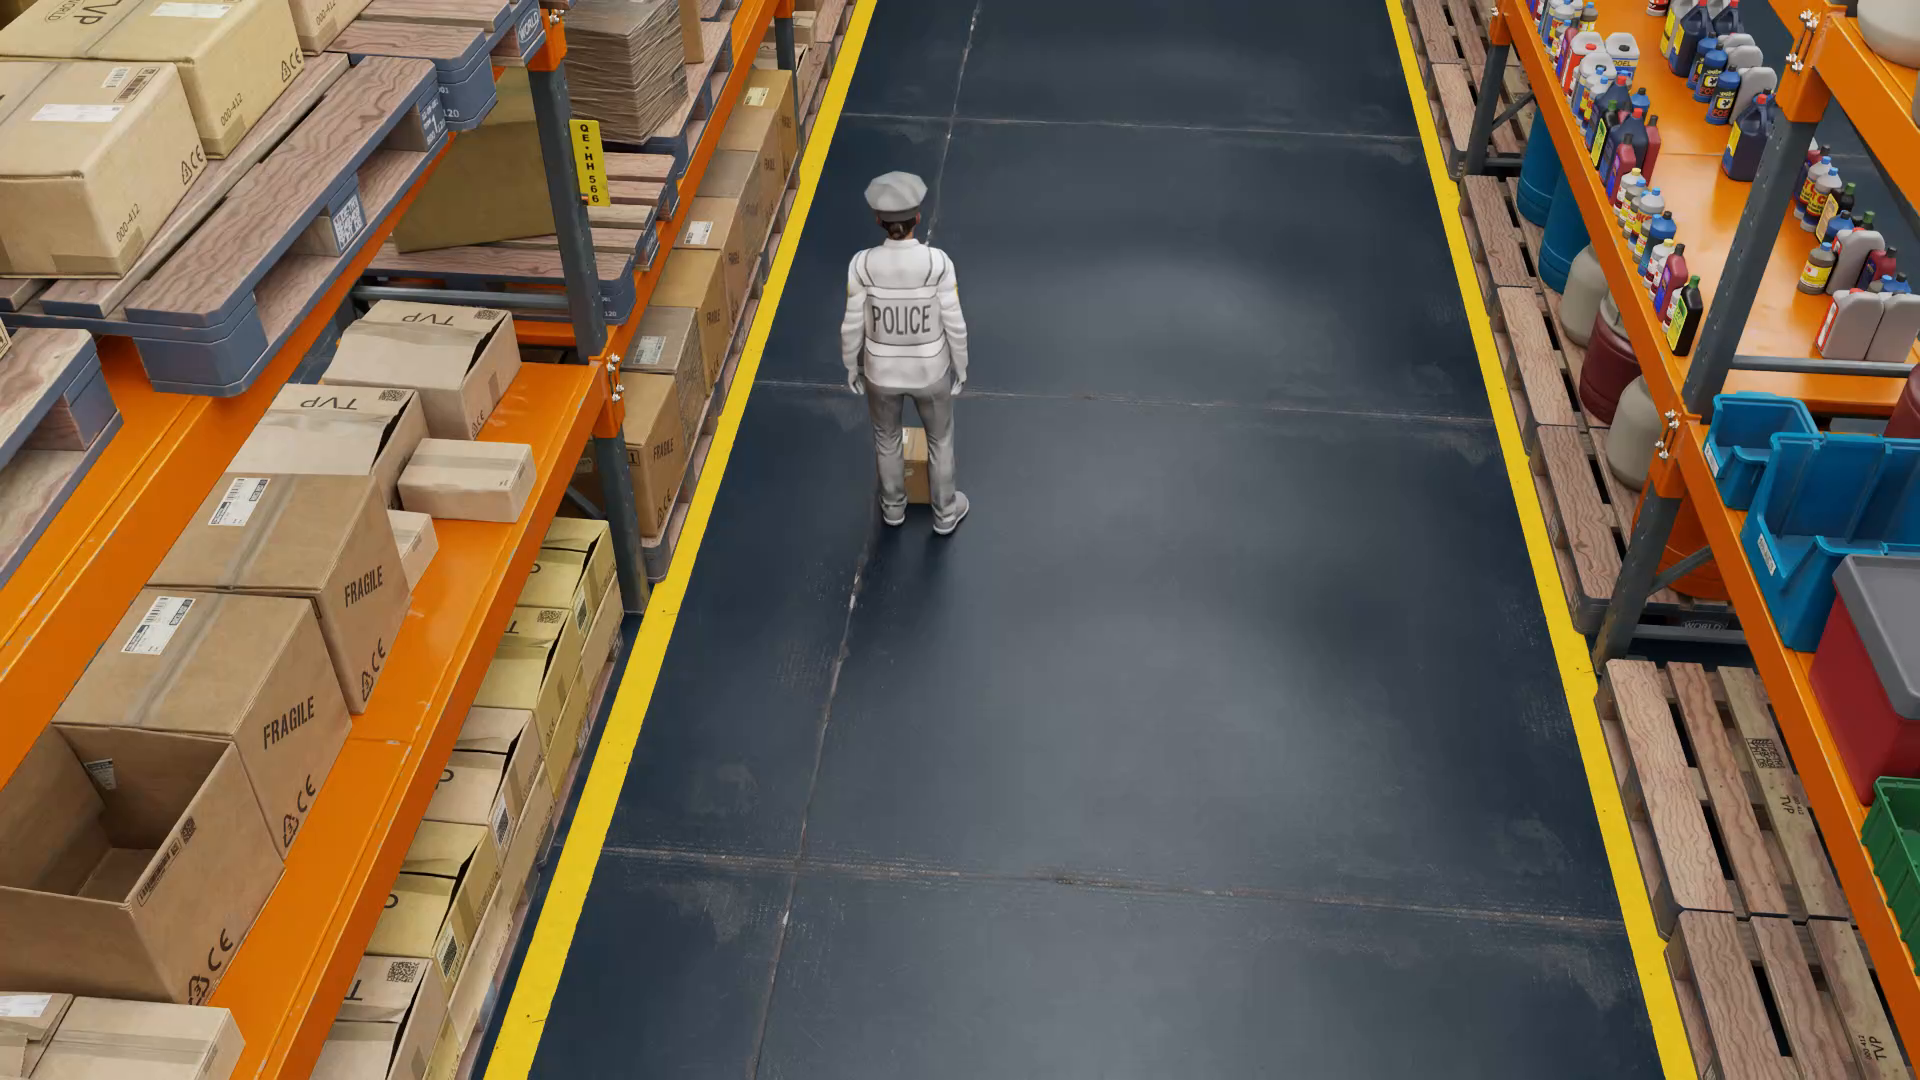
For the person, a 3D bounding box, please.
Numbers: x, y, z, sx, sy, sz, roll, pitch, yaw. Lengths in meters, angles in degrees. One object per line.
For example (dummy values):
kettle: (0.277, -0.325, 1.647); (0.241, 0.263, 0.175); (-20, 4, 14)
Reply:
person: (-0.230, -0.738, 7.025); (0.538, 1.662, 0.415); (1, 40, 1)
